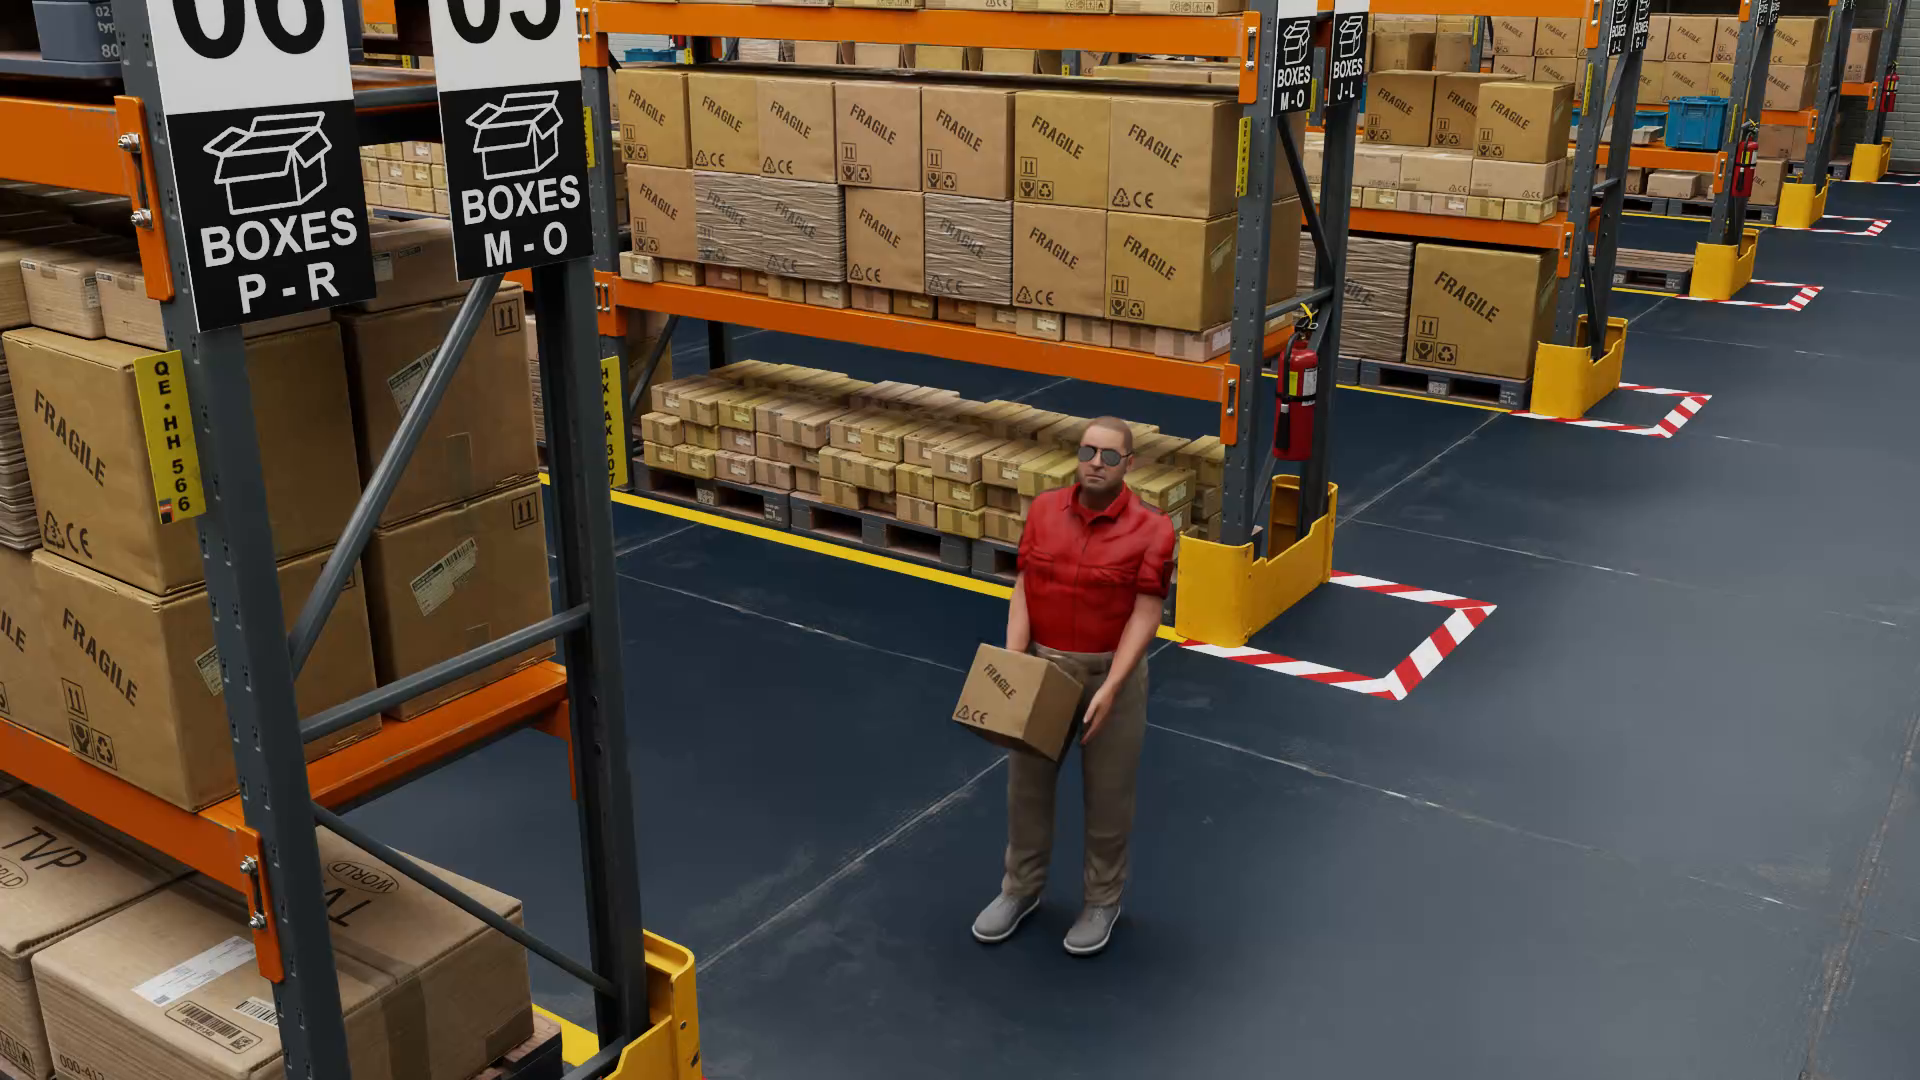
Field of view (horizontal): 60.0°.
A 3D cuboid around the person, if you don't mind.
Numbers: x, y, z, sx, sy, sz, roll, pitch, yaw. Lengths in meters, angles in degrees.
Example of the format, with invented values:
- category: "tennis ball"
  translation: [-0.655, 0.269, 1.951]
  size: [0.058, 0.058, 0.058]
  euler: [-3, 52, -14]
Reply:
- category: "person"
  translation: [0.355, 0.479, 5.250]
  size: [0.552, 1.729, 0.507]
  euler: [9, 22, 24]
